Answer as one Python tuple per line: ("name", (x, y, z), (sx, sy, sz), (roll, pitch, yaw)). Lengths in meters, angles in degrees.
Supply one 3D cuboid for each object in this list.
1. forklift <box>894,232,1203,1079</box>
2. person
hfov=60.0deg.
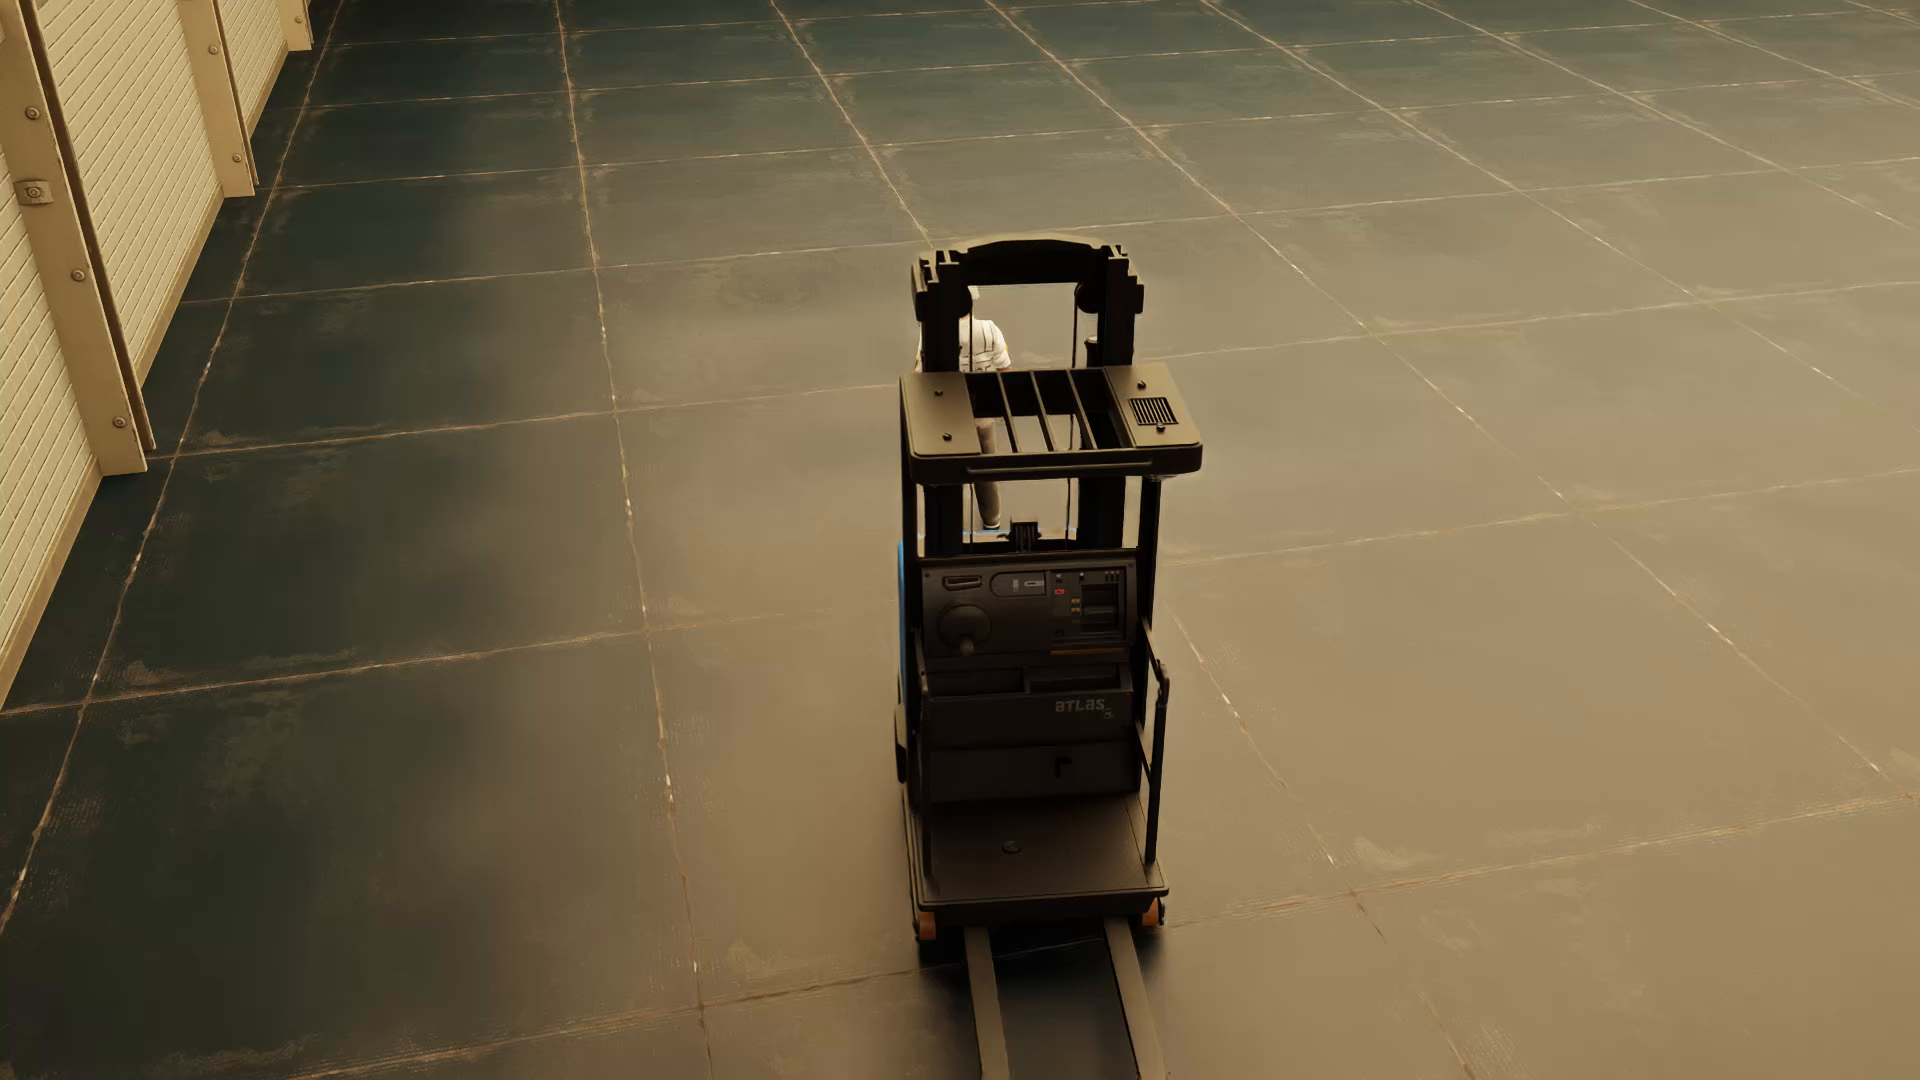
("forklift", (0.322, 0.339, 6.989), (1.130, 2.935, 3.031), (-3, 30, -5))
("person", (-0.007, -0.816, 10.118), (0.641, 1.779, 0.574), (-7, 31, -12))
